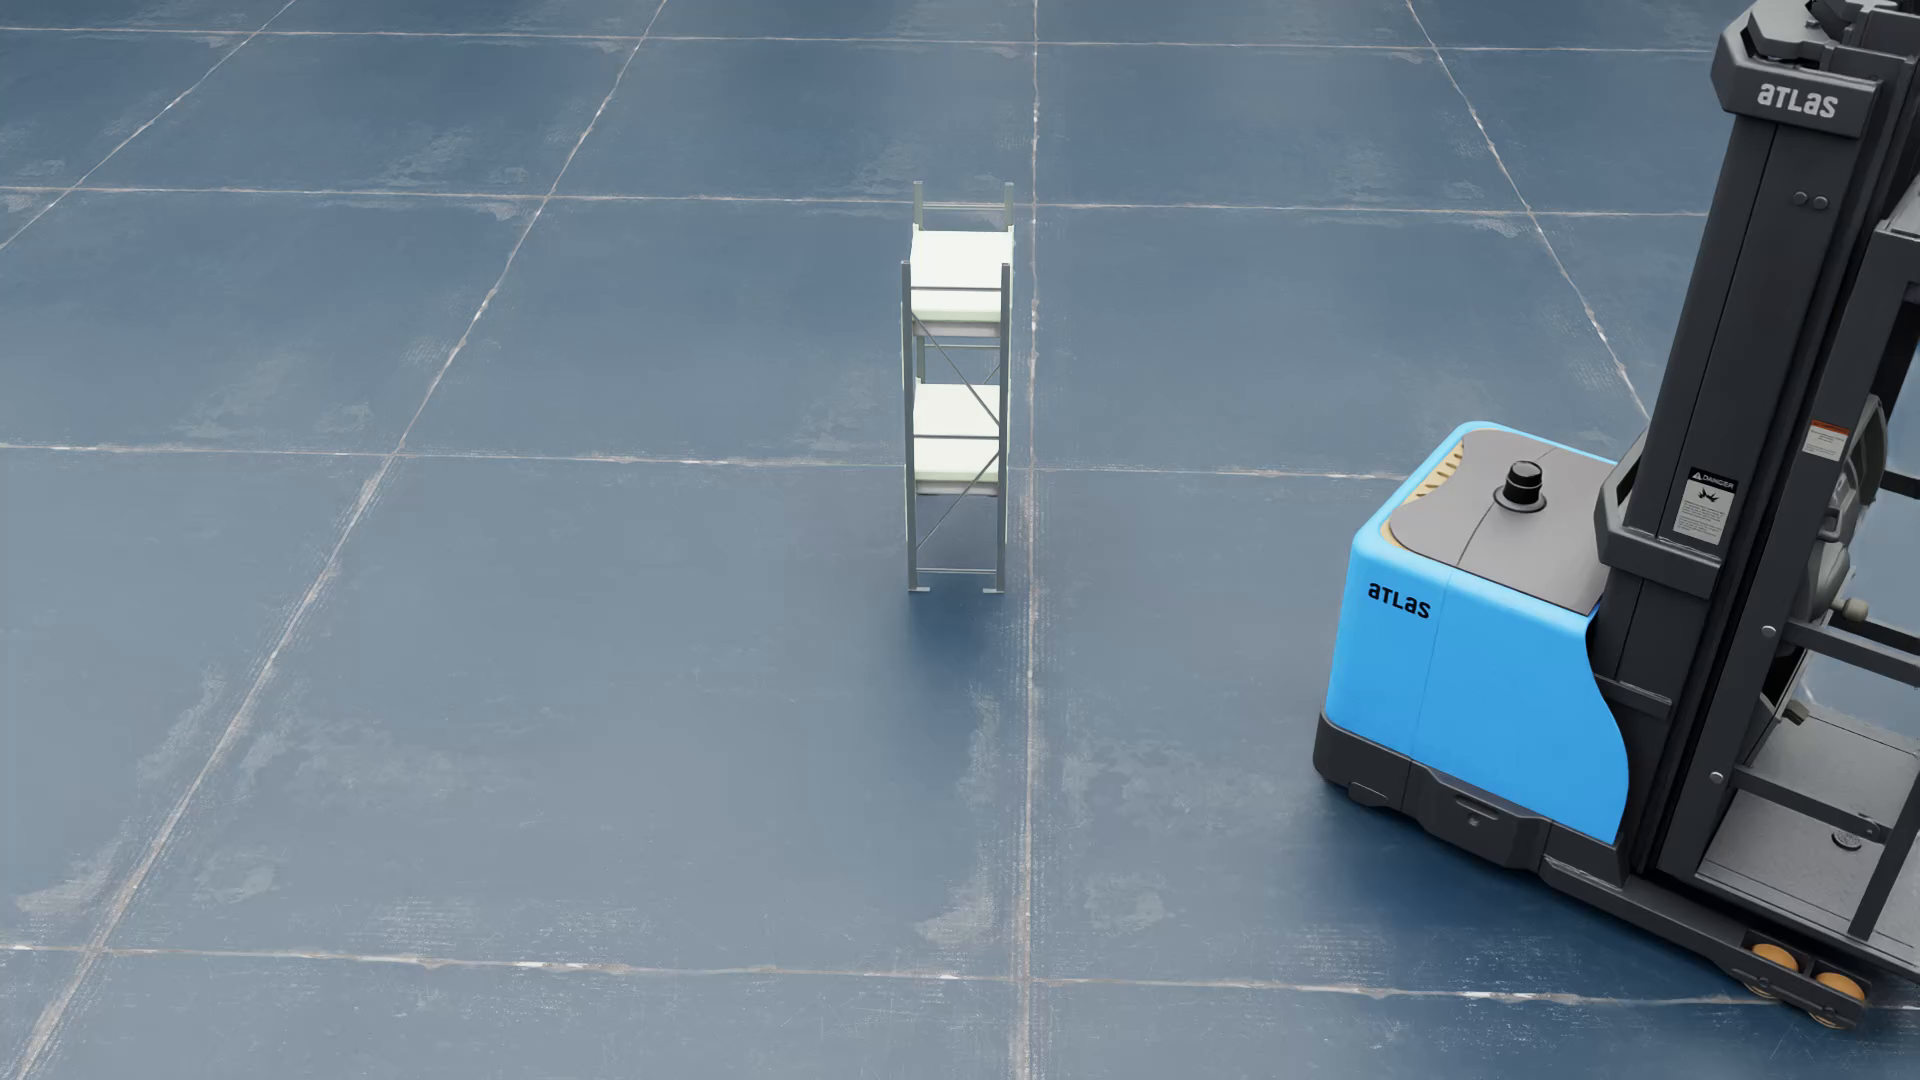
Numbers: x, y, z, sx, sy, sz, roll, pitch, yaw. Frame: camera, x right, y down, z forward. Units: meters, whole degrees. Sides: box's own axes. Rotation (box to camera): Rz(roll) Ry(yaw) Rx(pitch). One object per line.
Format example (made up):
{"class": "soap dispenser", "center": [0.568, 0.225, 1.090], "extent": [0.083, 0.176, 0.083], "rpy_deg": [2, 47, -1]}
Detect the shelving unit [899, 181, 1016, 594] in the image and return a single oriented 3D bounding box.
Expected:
{"class": "shelving unit", "center": [0.000, -0.610, 6.813], "extent": [0.431, 1.500, 0.755], "rpy_deg": [1, 35, 2]}

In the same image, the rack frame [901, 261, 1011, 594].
{"class": "rack frame", "center": [-0.015, -0.399, 6.514], "extent": [0.400, 1.500, 0.023], "rpy_deg": [1, 35, 2]}

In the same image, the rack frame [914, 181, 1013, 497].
{"class": "rack frame", "center": [0.014, -0.820, 7.113], "extent": [0.400, 1.500, 0.023], "rpy_deg": [1, 35, 2]}

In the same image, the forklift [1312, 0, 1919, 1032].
{"class": "forklift", "center": [2.756, -0.049, 4.770], "extent": [3.031, 2.935, 1.130], "rpy_deg": [23, 41, 29]}

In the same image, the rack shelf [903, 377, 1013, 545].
{"class": "rack shelf", "center": [0.000, -0.343, 7.001], "extent": [0.431, 0.370, 0.720], "rpy_deg": [1, 35, 2]}

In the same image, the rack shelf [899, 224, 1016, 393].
{"class": "rack shelf", "center": [0.000, -0.929, 6.589], "extent": [0.431, 0.370, 0.720], "rpy_deg": [1, 35, 2]}
